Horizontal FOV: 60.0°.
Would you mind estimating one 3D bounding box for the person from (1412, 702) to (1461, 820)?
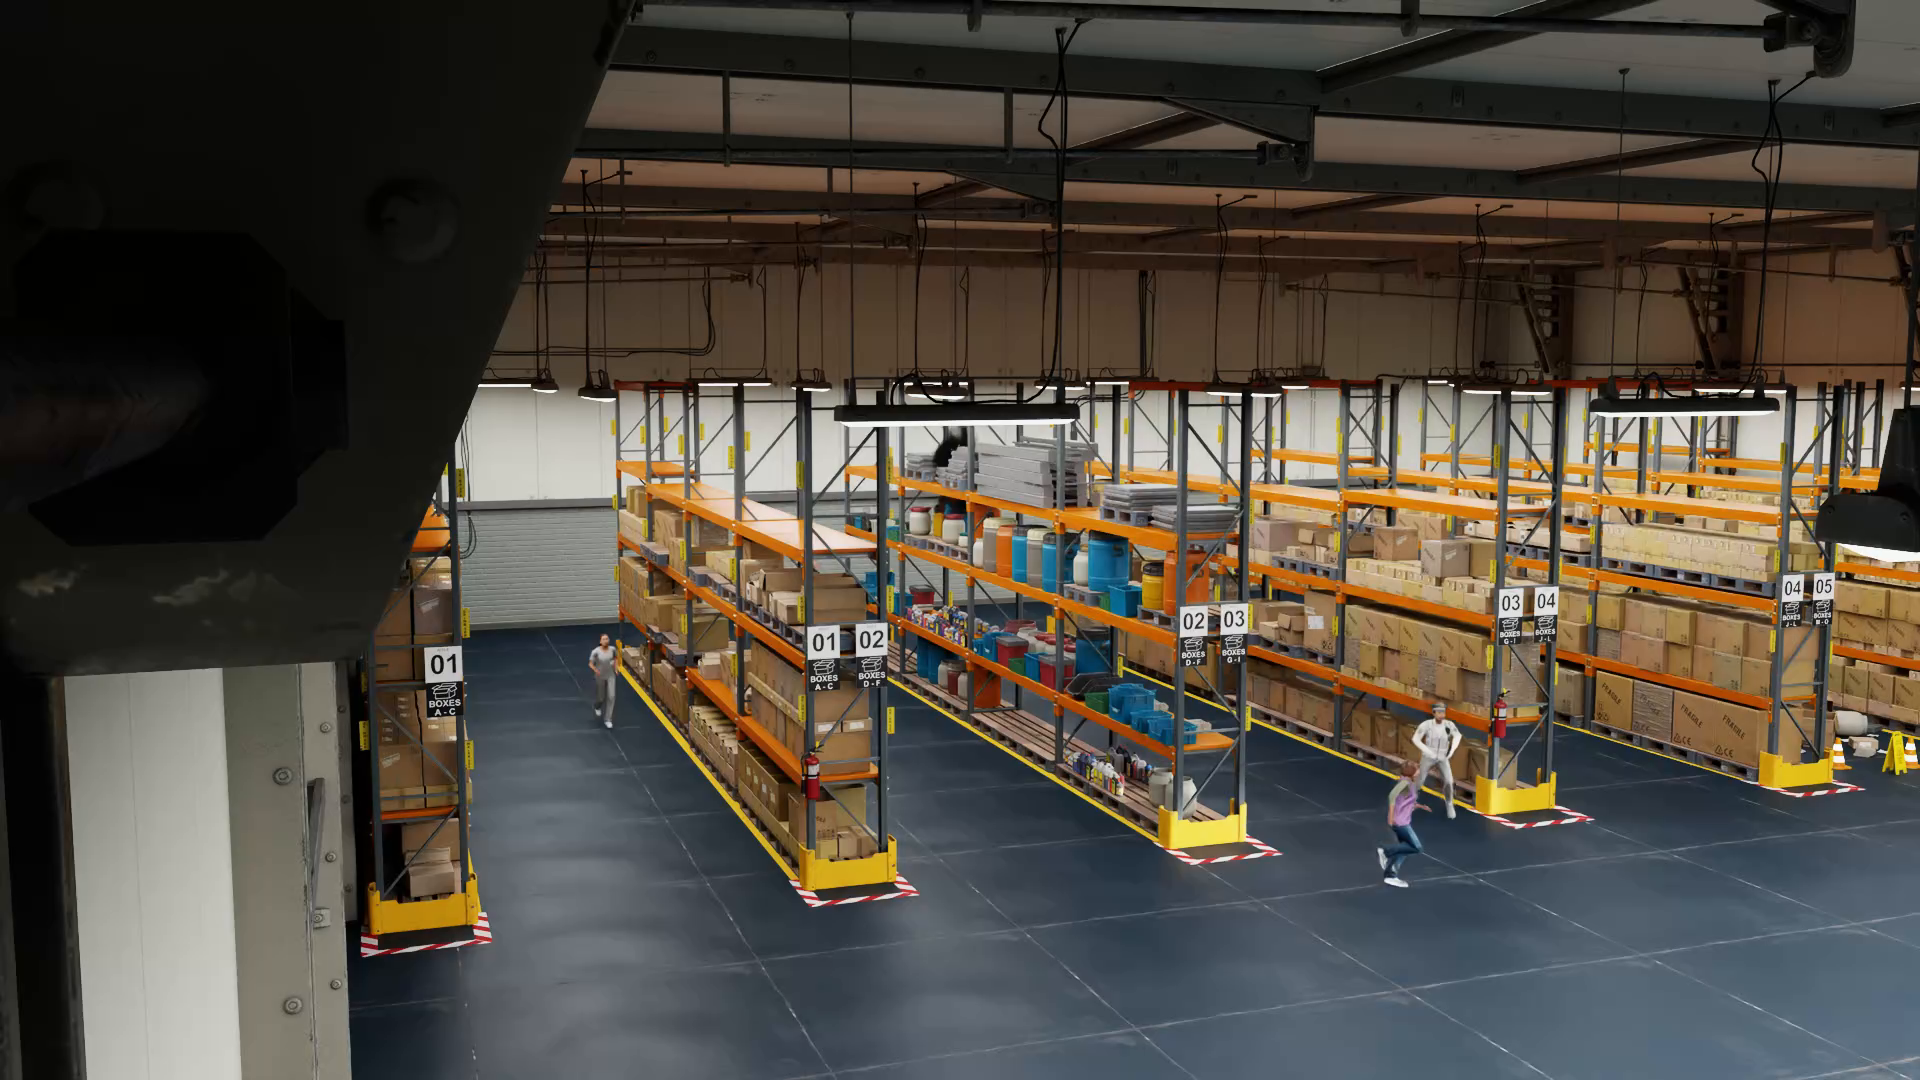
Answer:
[{"bbox_3d":[6.653,3.063,23.328,0.786,1.647,0.676,0,6,0],"label":"person"}]

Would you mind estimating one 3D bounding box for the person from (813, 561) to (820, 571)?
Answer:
[{"bbox_3d":[-3.399,1.388,38.228,0.977,1.823,0.680,-1,6,-7],"label":"person"}]

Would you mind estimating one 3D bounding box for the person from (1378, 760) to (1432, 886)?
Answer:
[{"bbox_3d":[5.405,3.443,20.191,0.616,1.549,0.573,2,6,17],"label":"person"}]

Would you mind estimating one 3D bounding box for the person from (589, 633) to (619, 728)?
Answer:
[{"bbox_3d":[-6.251,2.426,29.223,0.553,1.647,0.875,-3,7,-24],"label":"person"}]

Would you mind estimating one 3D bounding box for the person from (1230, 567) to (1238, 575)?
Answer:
[{"bbox_3d":[6.850,1.108,41.374,0.616,1.720,0.769,1,6,6],"label":"person"}]
